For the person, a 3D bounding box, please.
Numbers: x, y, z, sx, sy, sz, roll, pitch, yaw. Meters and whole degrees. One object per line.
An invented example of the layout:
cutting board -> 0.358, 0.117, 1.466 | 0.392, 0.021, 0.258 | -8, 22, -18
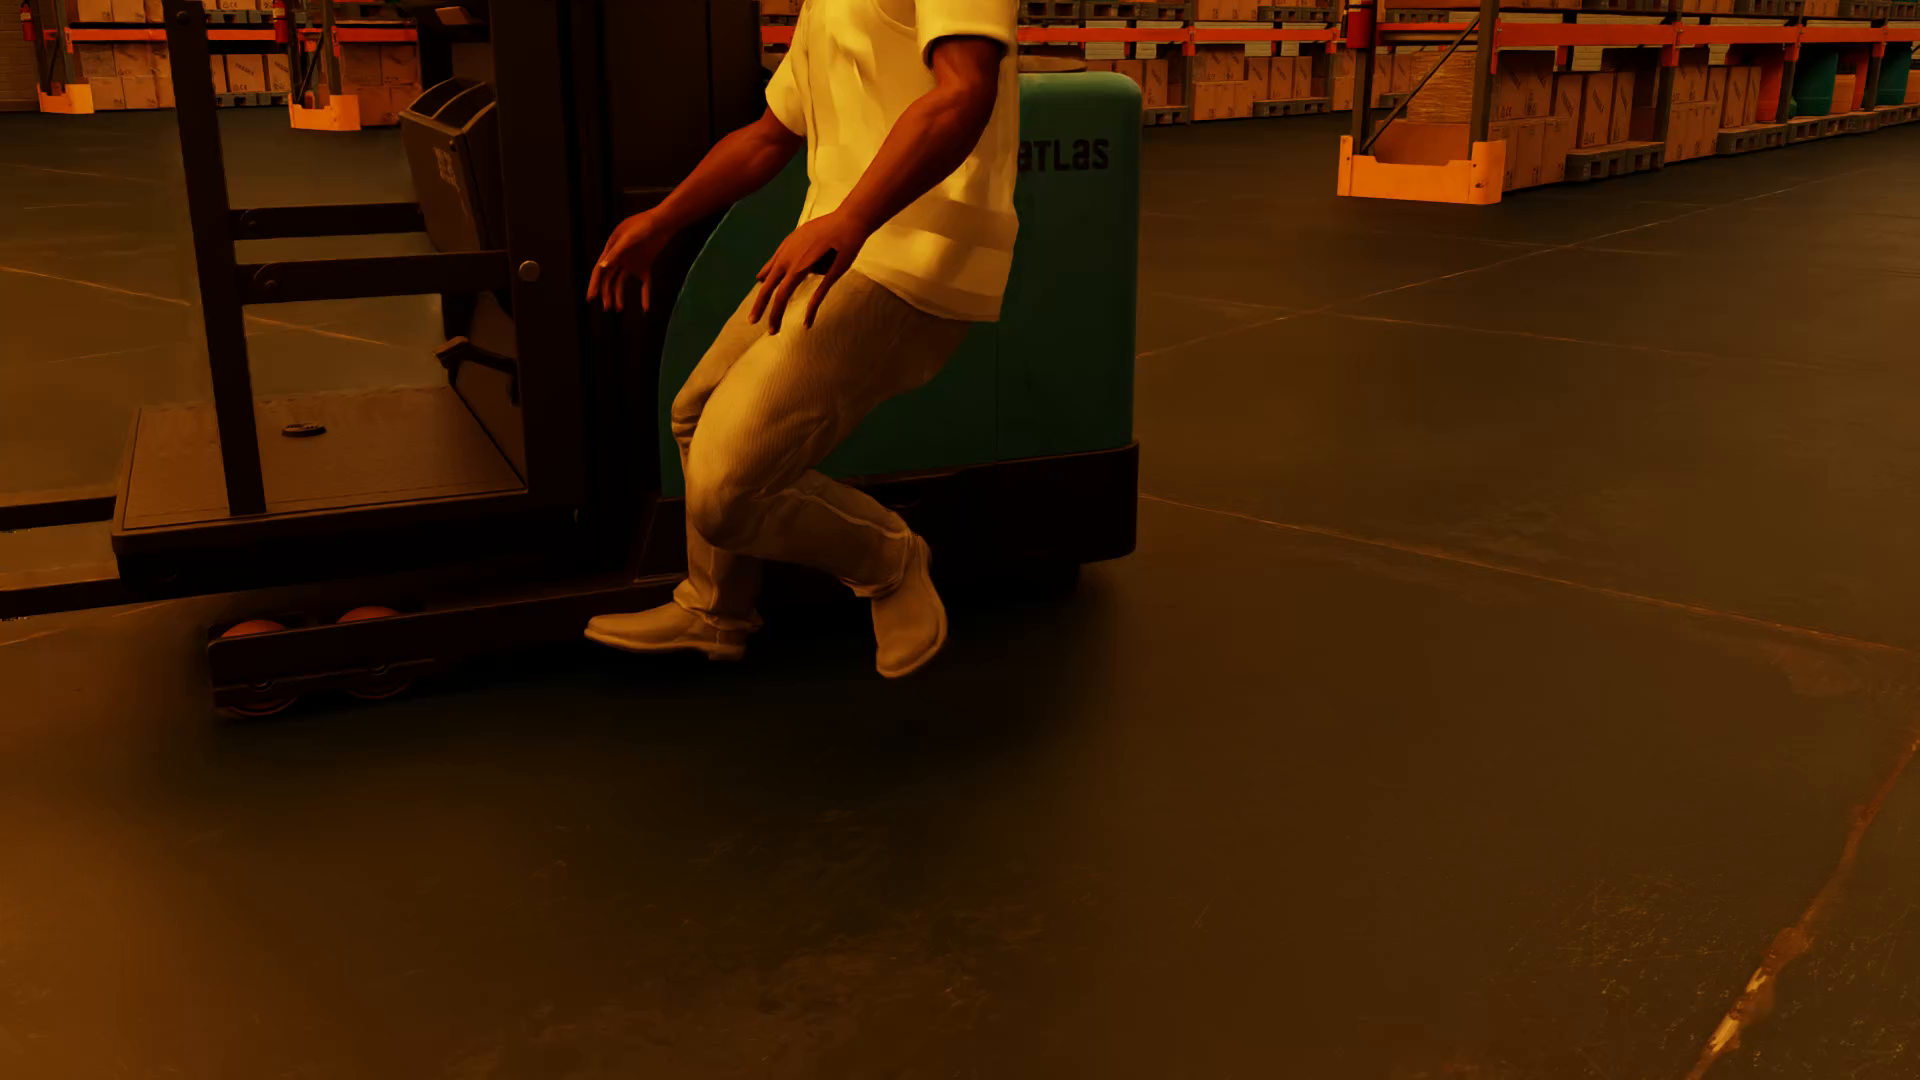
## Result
person -> -0.274, -0.461, 2.620 | 0.693, 1.621, 0.804 | -4, 17, -14

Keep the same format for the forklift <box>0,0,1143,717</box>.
forklift -> -1.179, -1.267, 3.069 | 3.031, 2.935, 1.130 | -7, 18, -23
